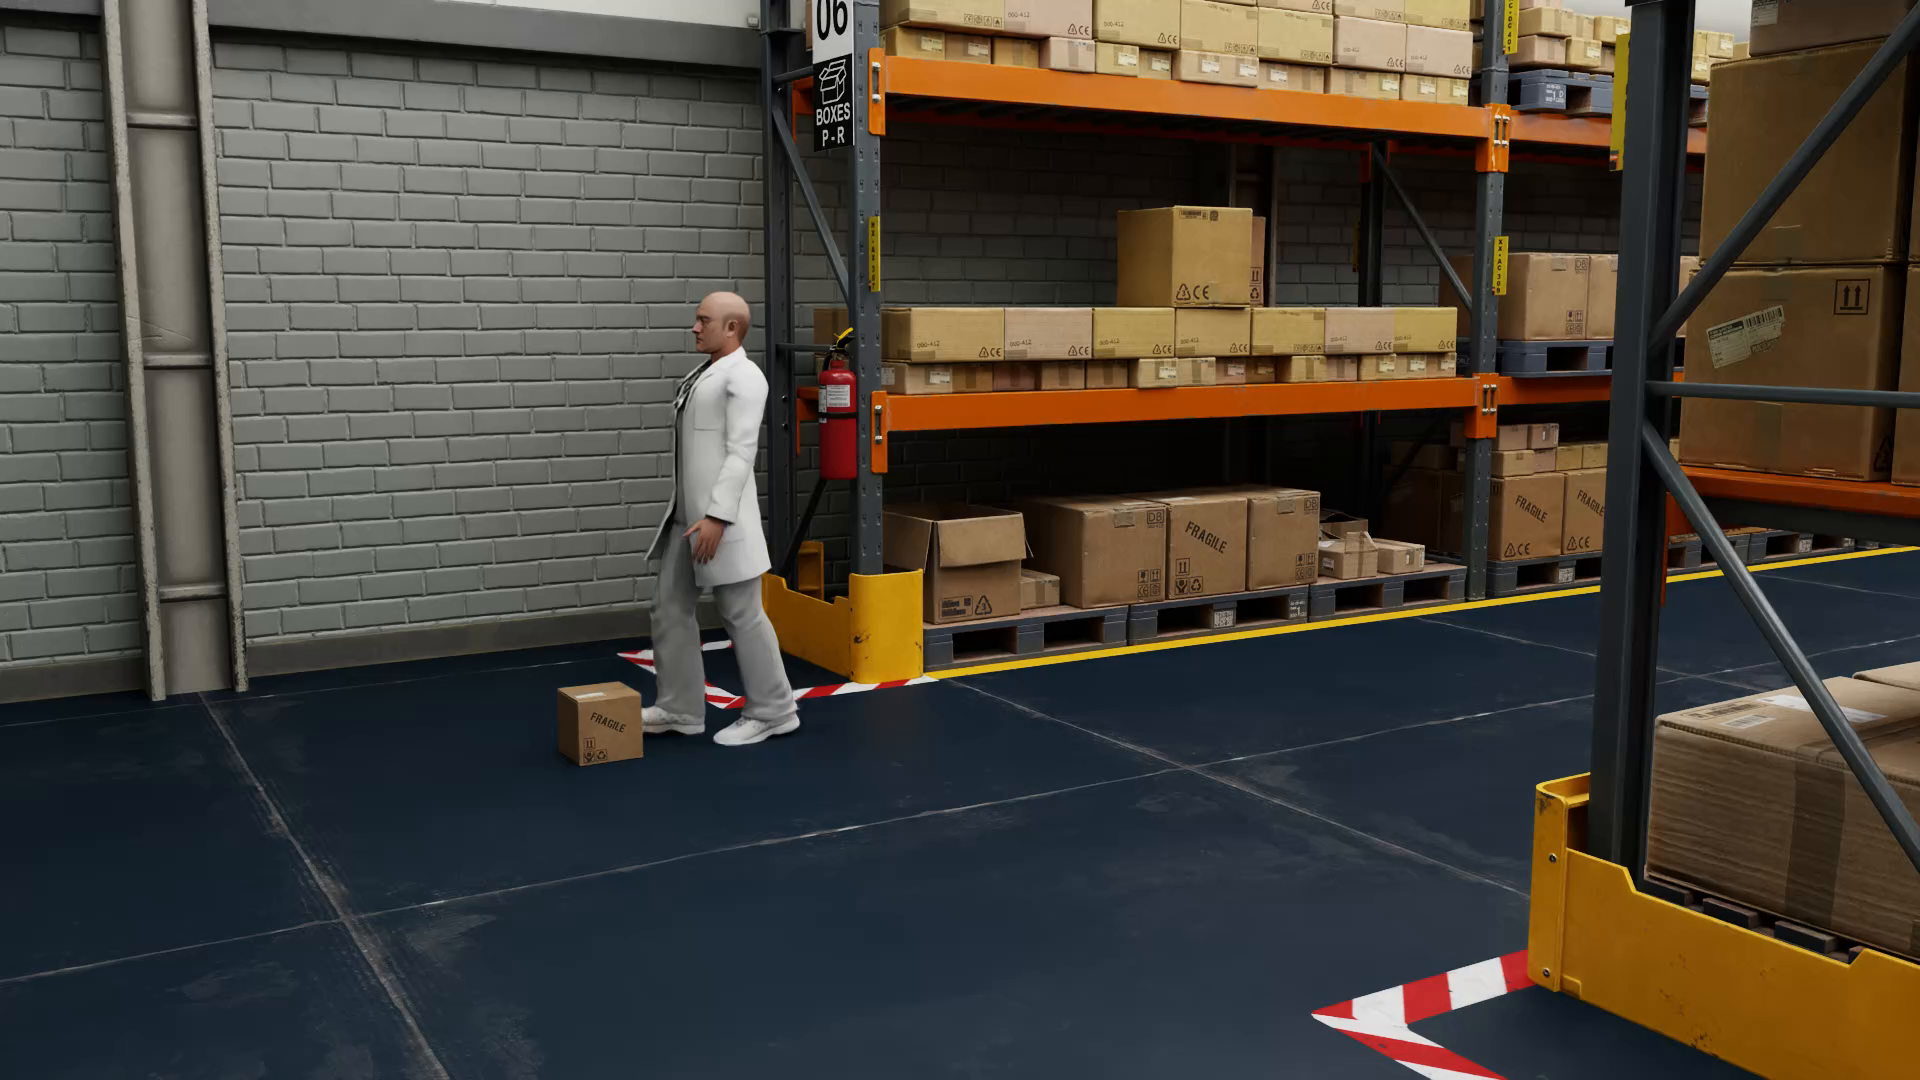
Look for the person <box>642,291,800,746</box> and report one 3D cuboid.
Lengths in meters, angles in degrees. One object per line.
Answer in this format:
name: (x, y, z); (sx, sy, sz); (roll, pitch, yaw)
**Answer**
person: (-0.985, -0.074, 6.500); (0.688, 1.778, 0.569); (-5, 9, -30)
